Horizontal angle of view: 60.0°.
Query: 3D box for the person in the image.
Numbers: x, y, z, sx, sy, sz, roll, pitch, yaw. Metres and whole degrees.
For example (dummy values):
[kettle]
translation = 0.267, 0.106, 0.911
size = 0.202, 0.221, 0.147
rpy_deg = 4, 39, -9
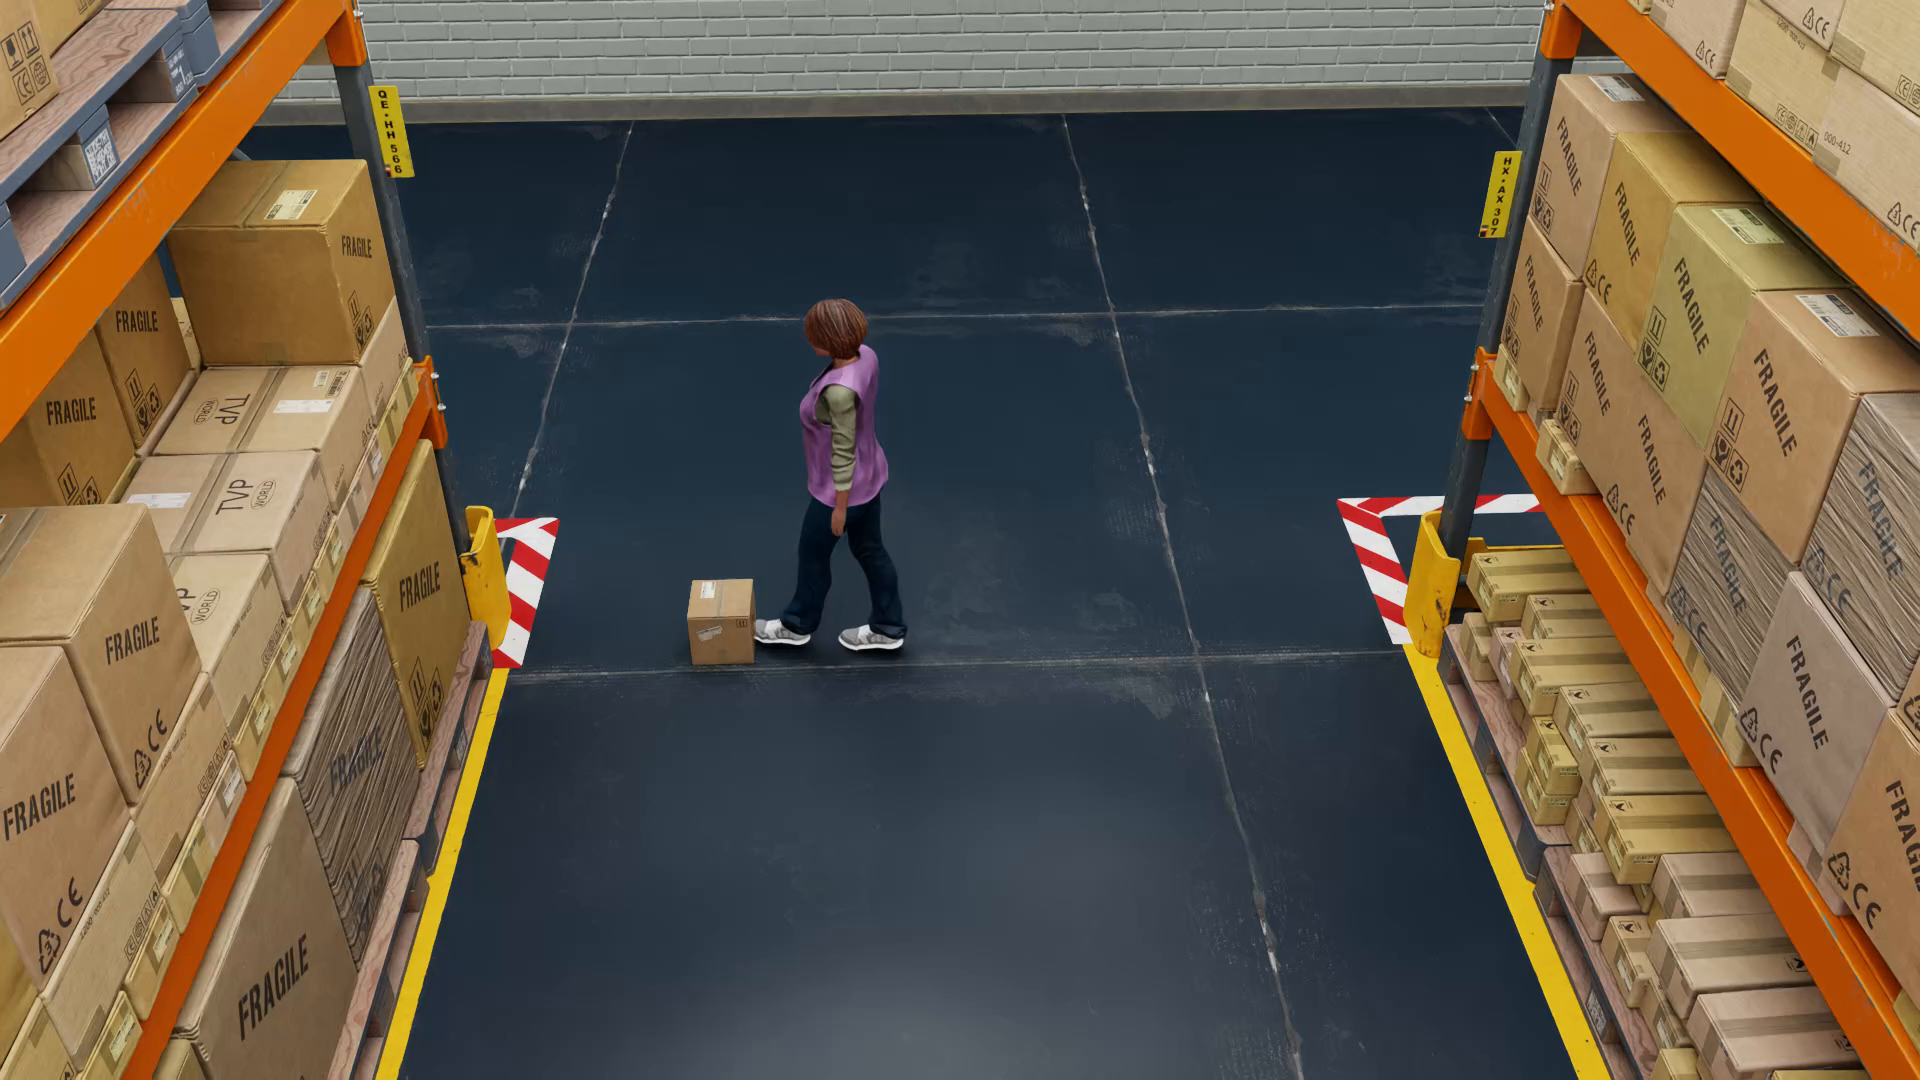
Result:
[person]
translation = -0.539, -0.231, 6.463
size = 0.667, 1.589, 0.413
rpy_deg = 10, 37, 13
